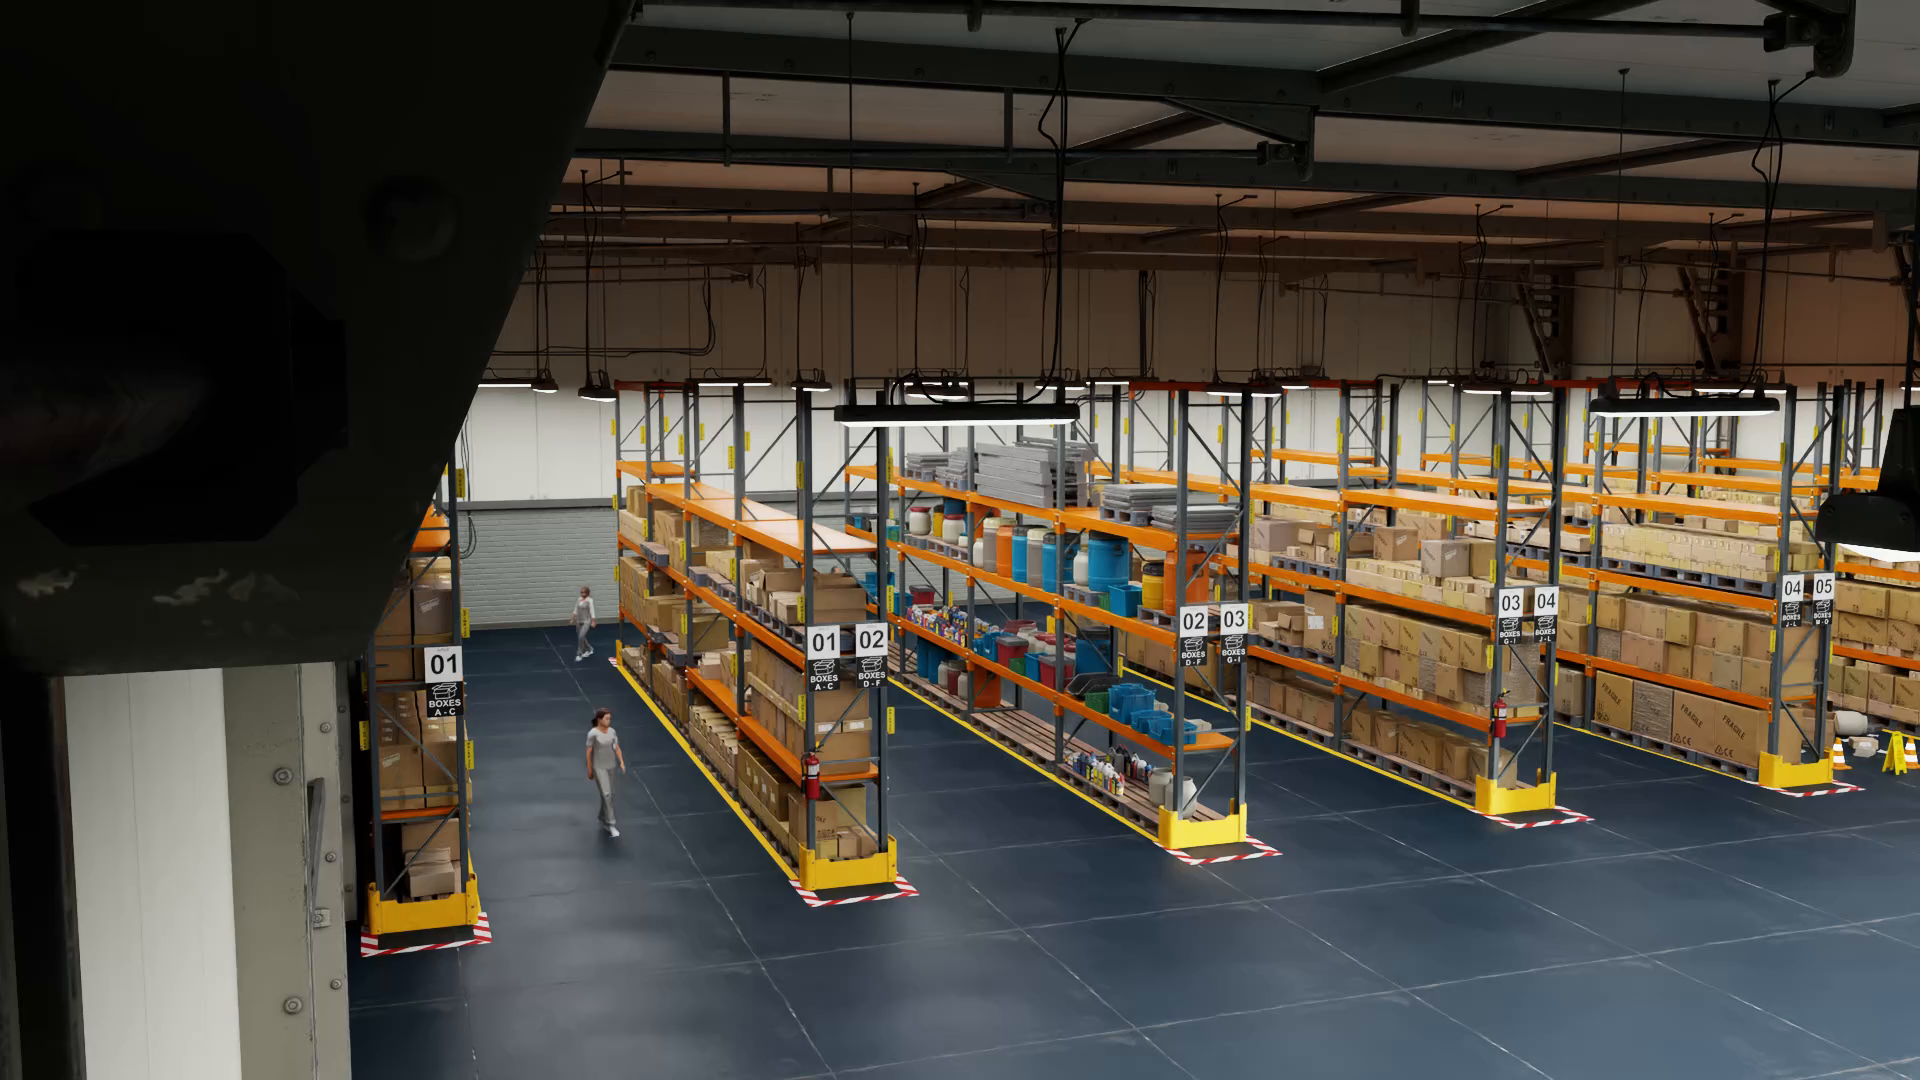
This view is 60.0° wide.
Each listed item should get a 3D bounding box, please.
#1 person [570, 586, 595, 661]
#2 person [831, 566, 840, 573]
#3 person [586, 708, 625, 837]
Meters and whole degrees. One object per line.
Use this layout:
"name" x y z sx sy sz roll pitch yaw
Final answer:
"person" -8.085 1.799 35.732 0.481 1.626 0.585 3 7 28
"person" -2.918 1.402 38.788 0.529 1.633 0.486 3 7 23
"person" -4.760 3.135 22.590 0.773 1.681 0.465 6 8 43
